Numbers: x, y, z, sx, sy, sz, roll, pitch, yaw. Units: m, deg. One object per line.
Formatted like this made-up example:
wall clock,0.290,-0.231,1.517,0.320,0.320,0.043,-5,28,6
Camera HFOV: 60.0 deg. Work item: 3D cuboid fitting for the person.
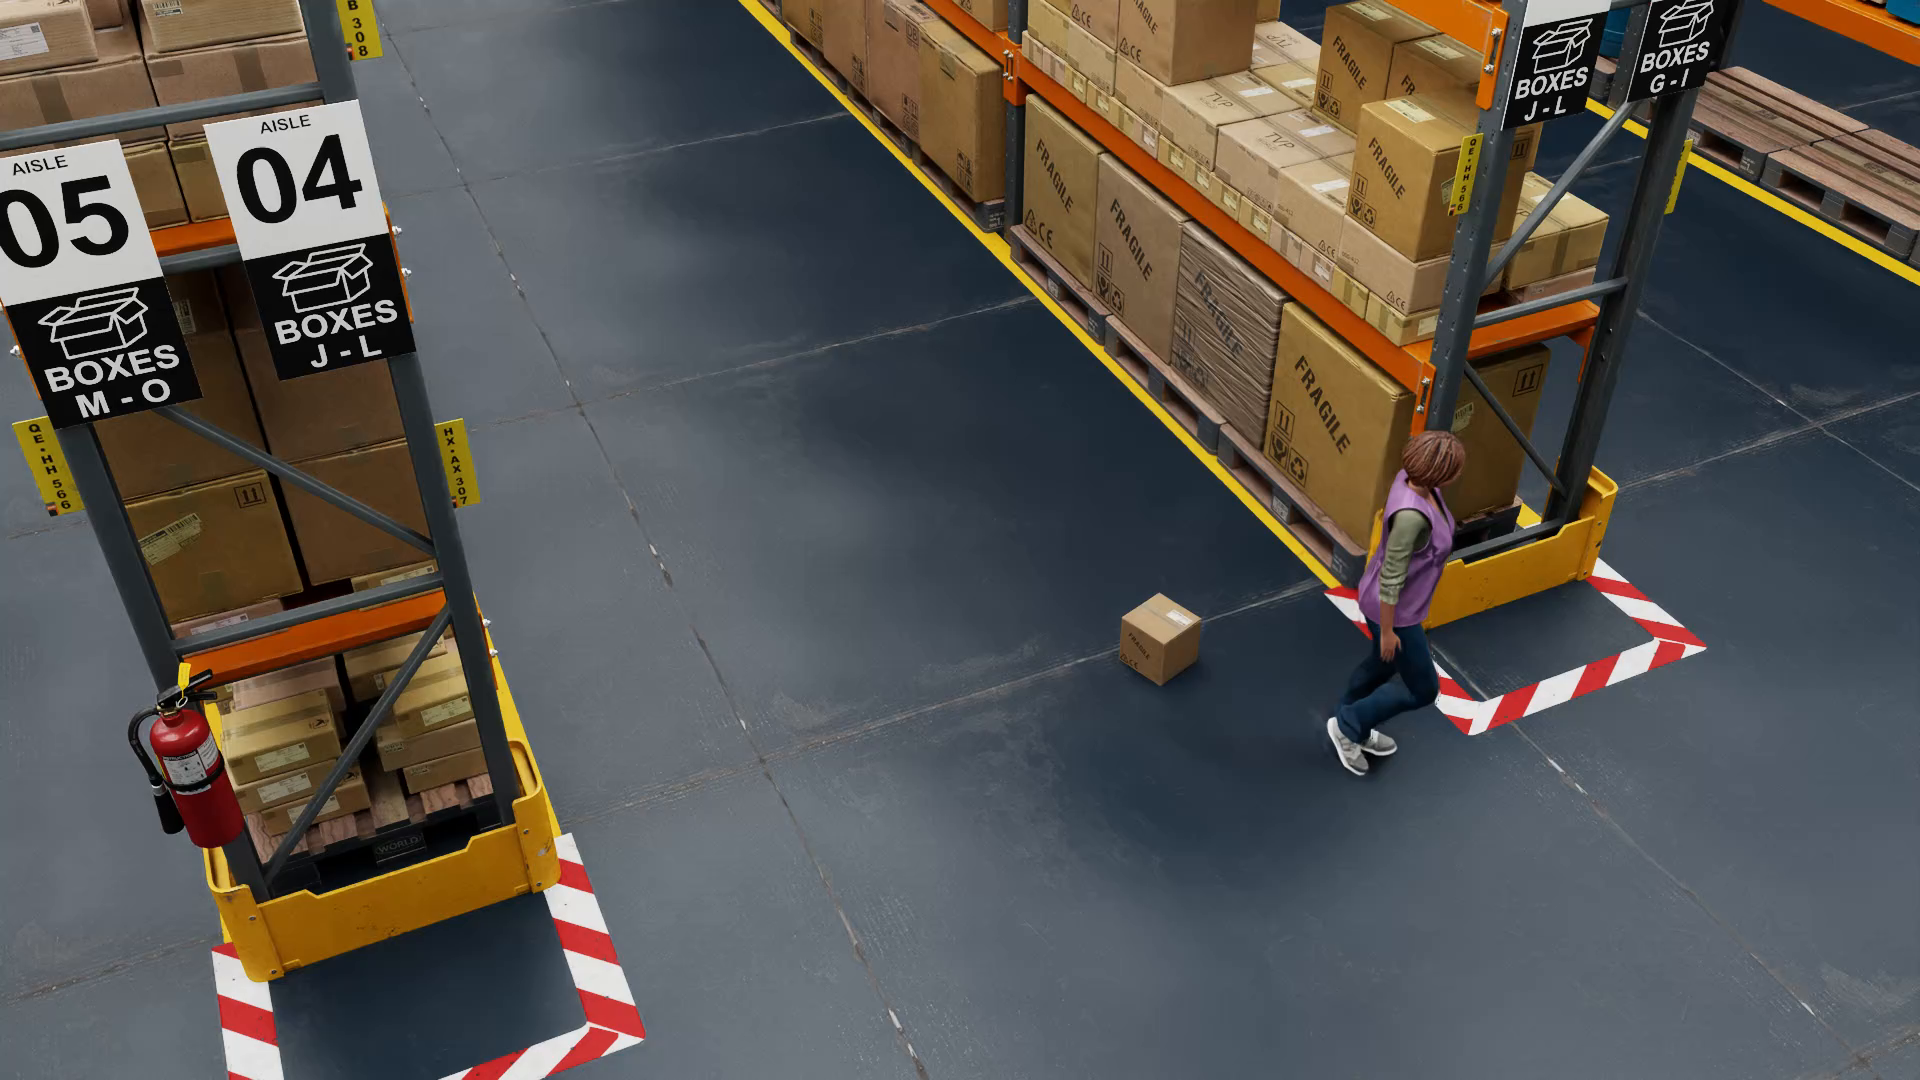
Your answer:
person,1.724,0.261,6.478,0.395,1.592,0.464,11,39,14
